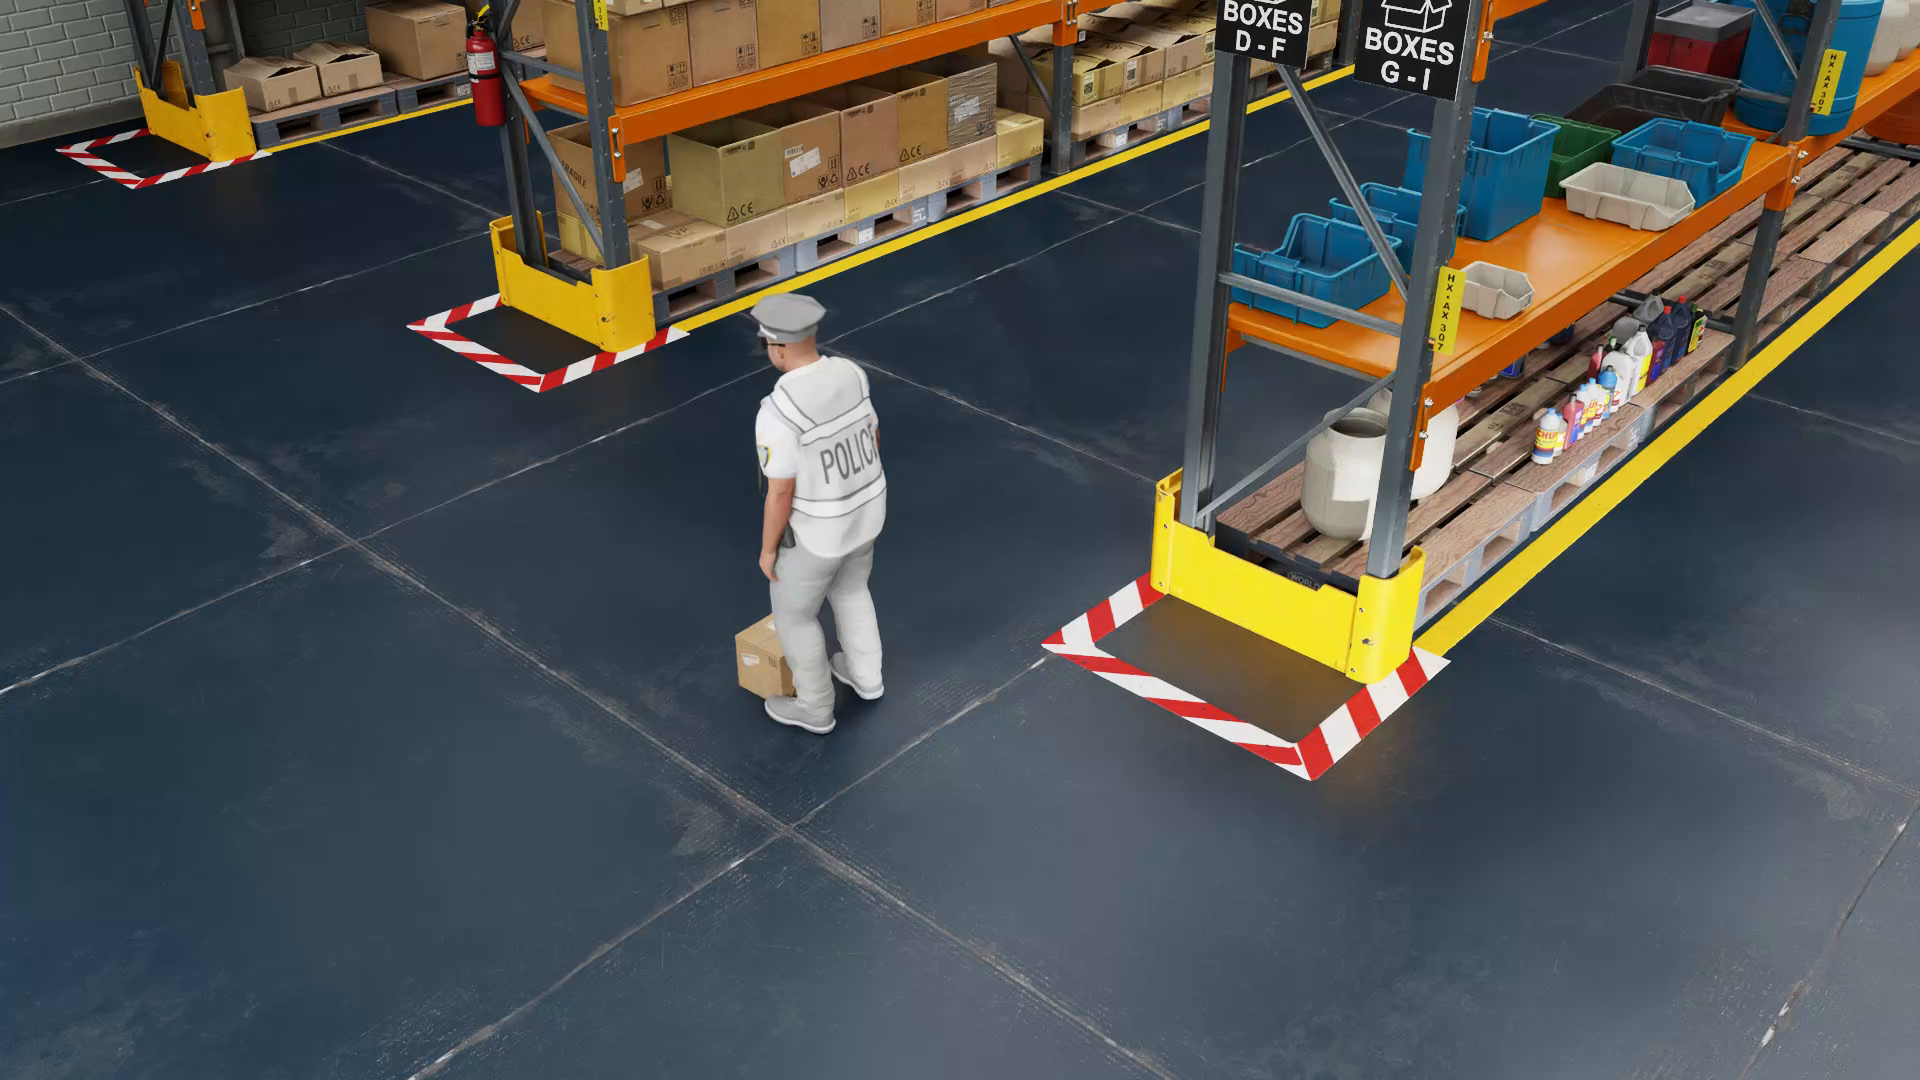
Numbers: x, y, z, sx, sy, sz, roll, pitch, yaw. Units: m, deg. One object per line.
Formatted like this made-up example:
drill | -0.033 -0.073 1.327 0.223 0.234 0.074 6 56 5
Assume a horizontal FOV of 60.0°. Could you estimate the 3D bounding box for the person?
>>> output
person | -0.517 -0.067 6.239 0.437 1.746 0.591 23 38 33
